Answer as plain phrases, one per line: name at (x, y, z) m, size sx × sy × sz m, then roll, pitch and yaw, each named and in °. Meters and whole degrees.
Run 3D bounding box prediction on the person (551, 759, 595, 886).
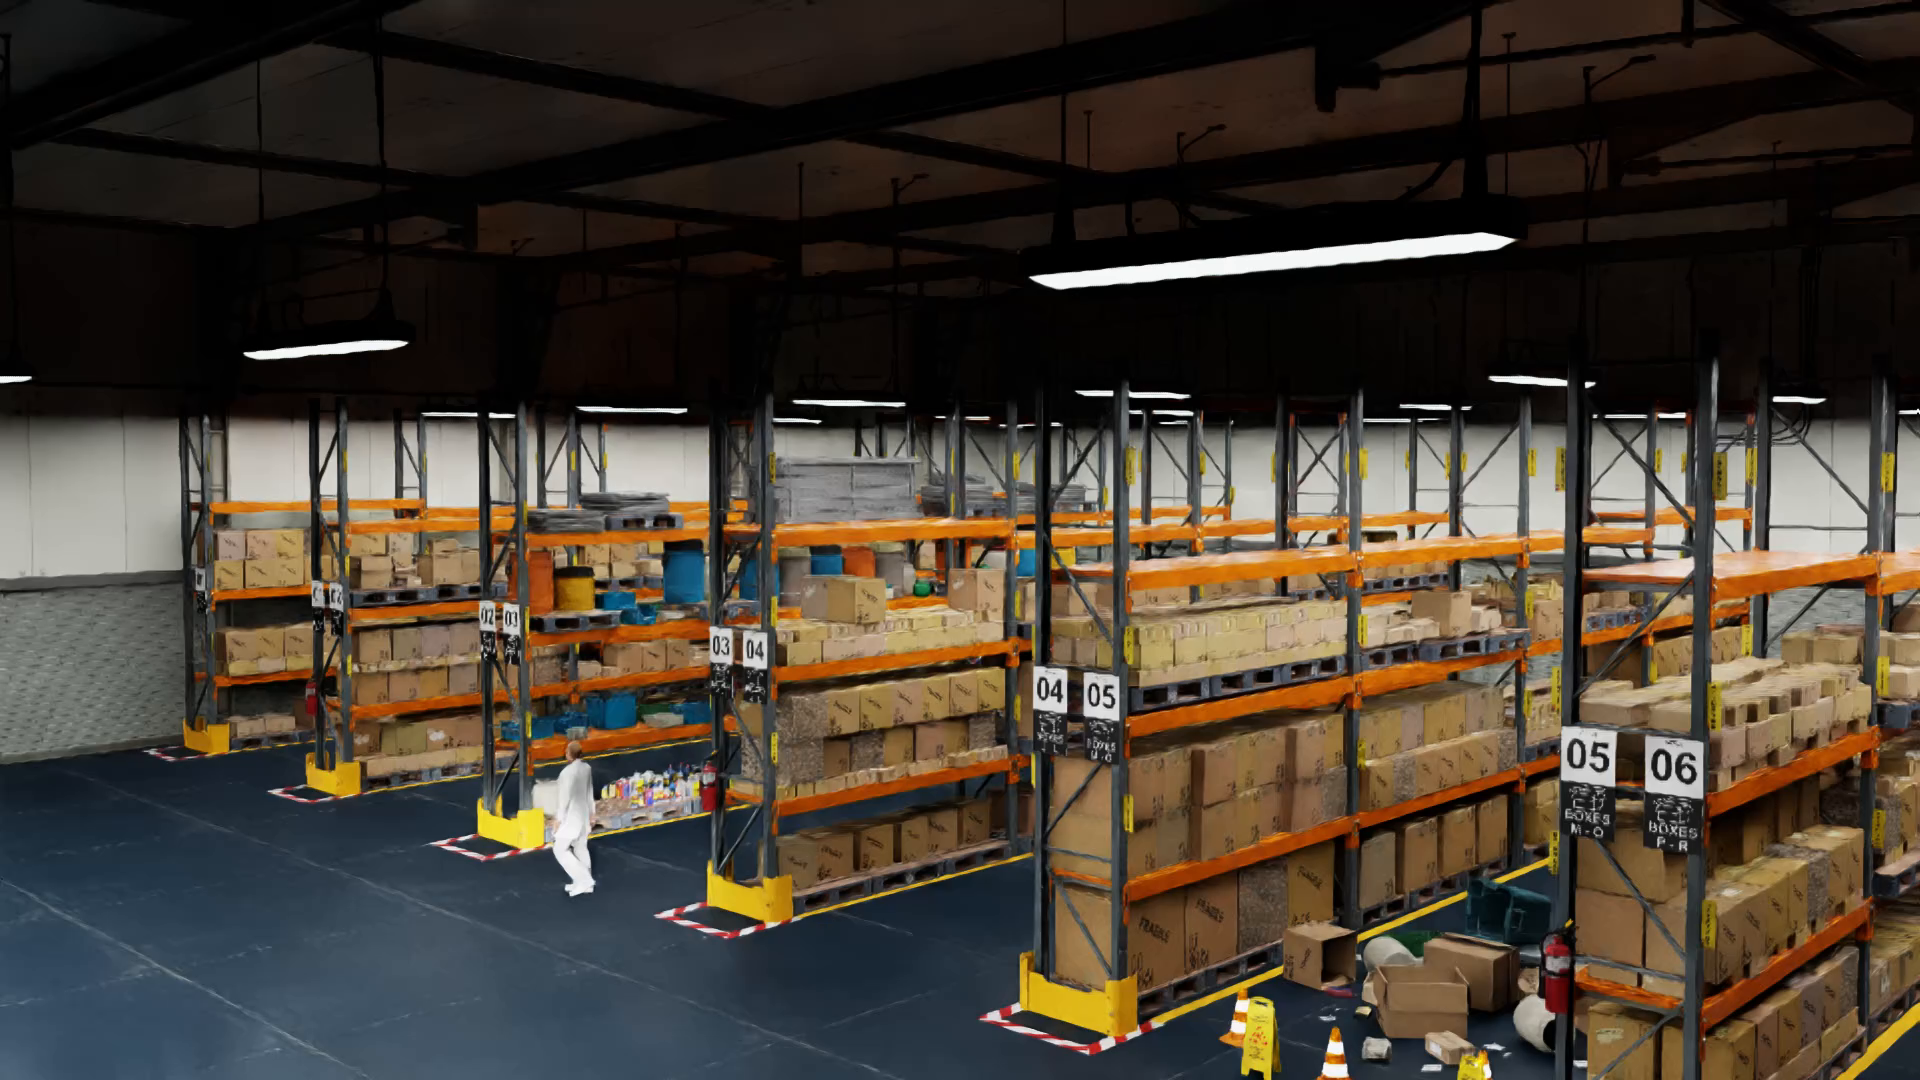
person at (-4.472, 3.308, 19.449) m, size 0.507 × 1.486 × 0.640 m, roll 1°, pitch 3°, yaw 12°
